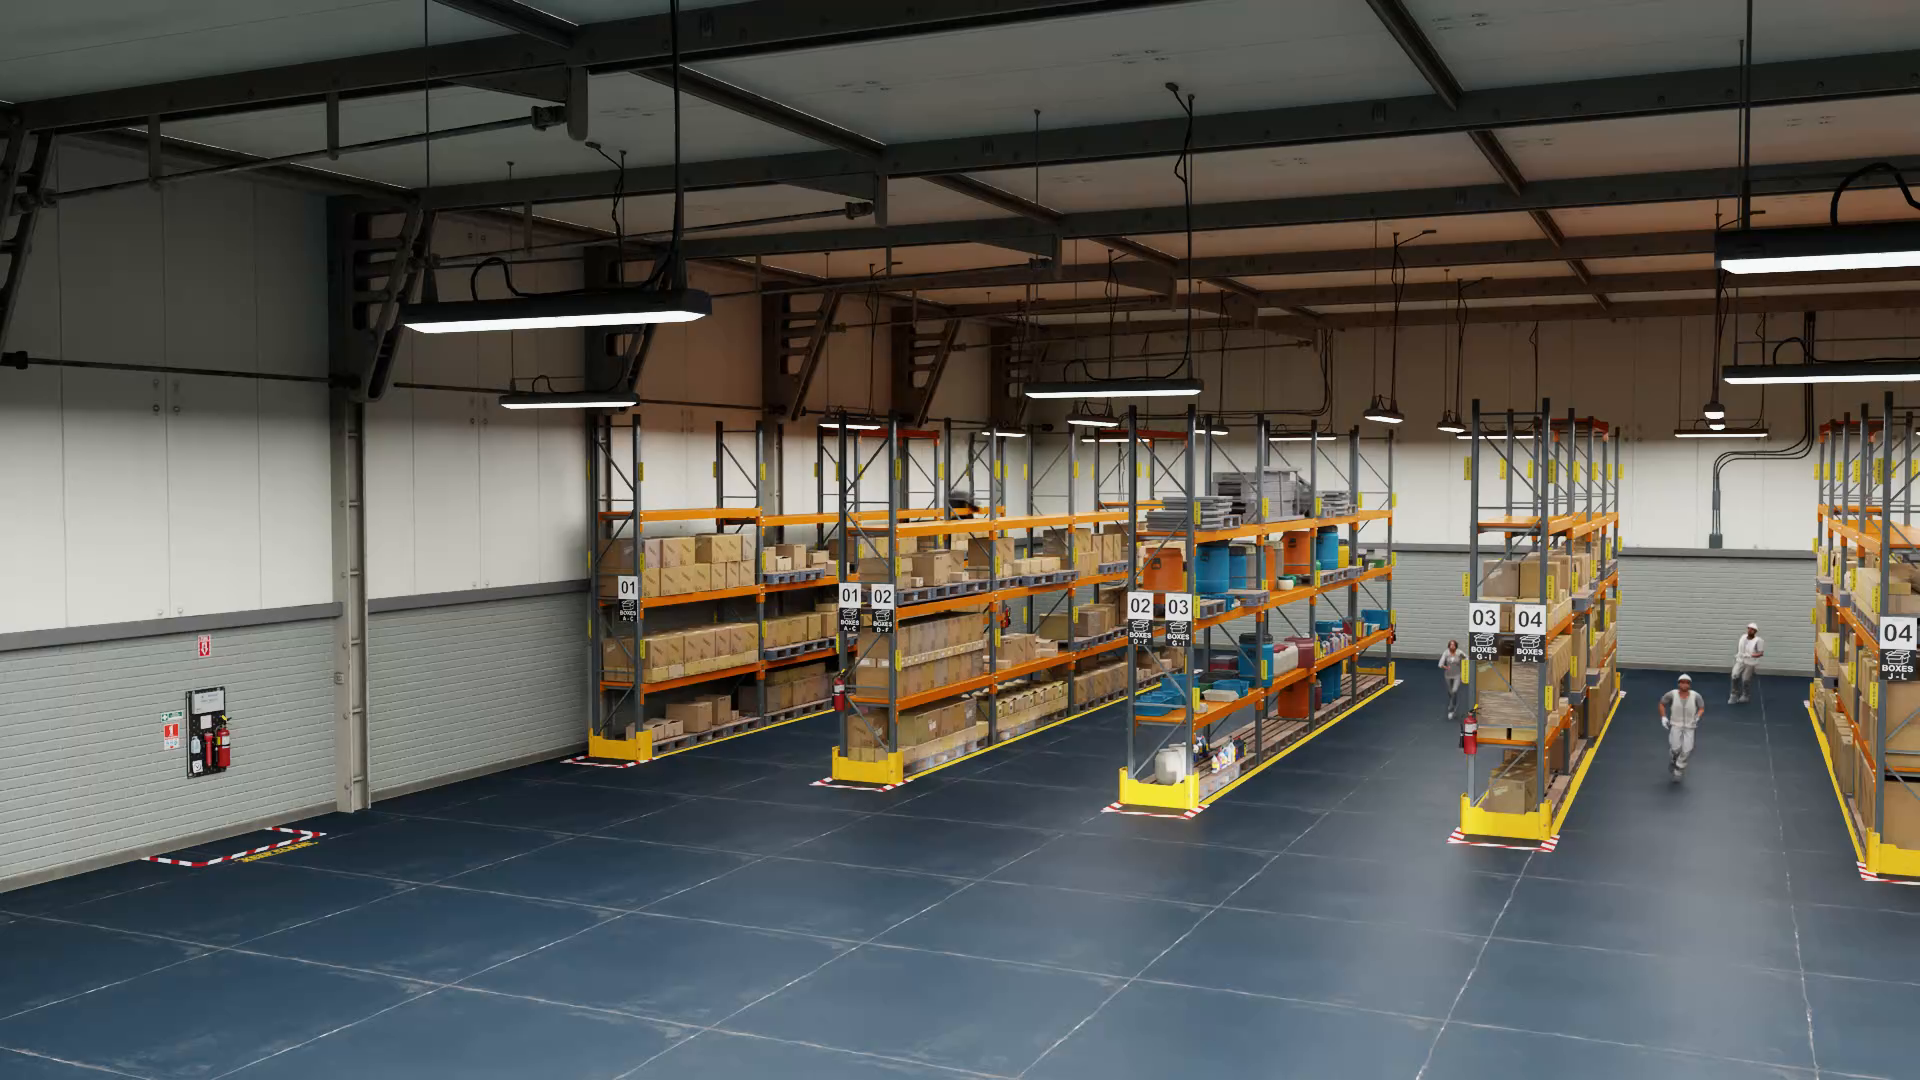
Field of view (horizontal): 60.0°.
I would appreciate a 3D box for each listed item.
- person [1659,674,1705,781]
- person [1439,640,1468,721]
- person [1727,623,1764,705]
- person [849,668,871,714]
[{"bbox_3d":[11.650,3.029,26.809,0.666,1.737,0.572,1,2,16],"label":"person"},{"bbox_3d":[10.014,2.817,33.773,0.562,1.616,0.891,1,3,21],"label":"person"},{"bbox_3d":[16.848,2.650,35.599,0.689,1.751,0.701,-2,3,-41],"label":"person"},{"bbox_3d":[-1.791,2.936,31.019,0.617,1.621,0.647,1,2,14],"label":"person"}]
